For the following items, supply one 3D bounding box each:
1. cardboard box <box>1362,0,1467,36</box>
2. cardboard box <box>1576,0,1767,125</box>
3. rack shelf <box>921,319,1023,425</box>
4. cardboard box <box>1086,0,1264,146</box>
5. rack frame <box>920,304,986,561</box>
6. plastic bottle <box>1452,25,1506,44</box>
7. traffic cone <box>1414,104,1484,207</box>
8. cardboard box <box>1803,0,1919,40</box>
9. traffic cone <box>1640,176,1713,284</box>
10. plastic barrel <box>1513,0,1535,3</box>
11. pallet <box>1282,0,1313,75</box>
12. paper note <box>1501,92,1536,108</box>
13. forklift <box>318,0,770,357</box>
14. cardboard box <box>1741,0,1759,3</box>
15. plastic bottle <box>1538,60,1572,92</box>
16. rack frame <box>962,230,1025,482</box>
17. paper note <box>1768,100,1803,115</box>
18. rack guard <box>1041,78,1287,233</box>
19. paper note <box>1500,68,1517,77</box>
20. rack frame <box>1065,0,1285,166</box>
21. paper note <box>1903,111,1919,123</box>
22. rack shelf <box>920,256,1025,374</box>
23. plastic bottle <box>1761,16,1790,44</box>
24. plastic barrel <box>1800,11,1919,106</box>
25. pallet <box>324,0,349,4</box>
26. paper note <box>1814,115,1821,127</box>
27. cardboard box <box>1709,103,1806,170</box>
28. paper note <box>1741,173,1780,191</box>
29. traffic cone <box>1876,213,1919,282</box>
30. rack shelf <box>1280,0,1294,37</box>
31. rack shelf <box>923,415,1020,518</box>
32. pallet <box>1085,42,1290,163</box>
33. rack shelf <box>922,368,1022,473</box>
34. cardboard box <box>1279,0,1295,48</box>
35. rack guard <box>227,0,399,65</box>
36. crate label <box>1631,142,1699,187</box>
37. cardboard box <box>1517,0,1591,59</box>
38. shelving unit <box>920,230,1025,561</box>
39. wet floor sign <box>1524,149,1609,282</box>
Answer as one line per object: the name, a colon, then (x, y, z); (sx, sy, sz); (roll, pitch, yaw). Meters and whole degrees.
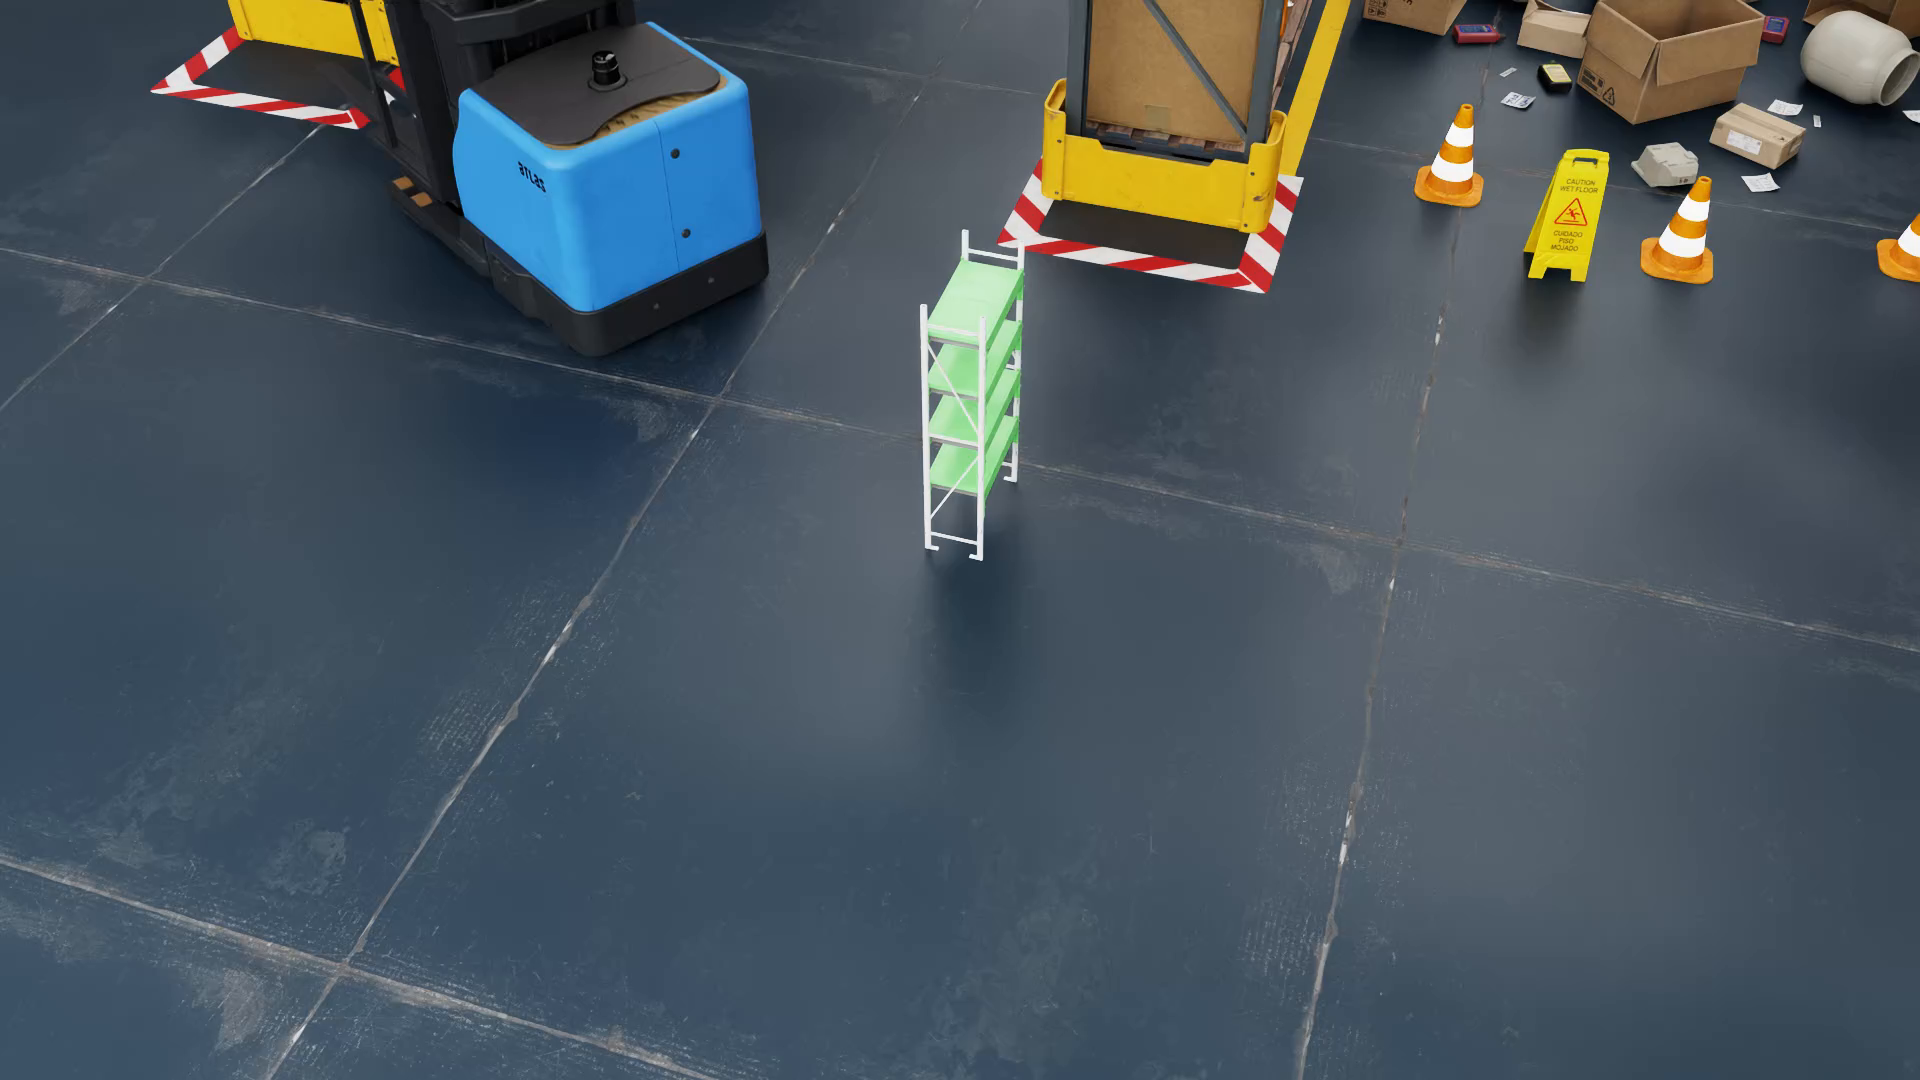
cardboard box: (2.738, -3.369, 9.834); (0.500, 0.500, 0.500); (20, 48, 19)
cardboard box: (3.886, -2.681, 9.130); (0.797, 0.503, 0.637); (-16, 47, -16)
rack shelf: (0.050, -0.665, 6.320); (0.258, 0.148, 0.480); (13, 46, 12)
cardboard box: (1.161, -2.704, 8.588); (0.875, 0.875, 0.875); (13, 46, 13)
rack frame: (-0.024, -0.377, 6.277); (0.240, 1.200, 0.015); (13, 46, 12)
plastic bottle: (3.041, -2.962, 9.733); (0.283, 0.061, 0.133); (-2, 44, -2)
traffic cone: (2.533, -1.994, 8.457); (0.336, 0.463, 0.334); (13, 46, 13)
cardboard box: (5.357, -3.214, 9.676); (0.500, 0.500, 0.500); (-24, 49, -22)
traffic cone: (3.507, -1.528, 7.981); (0.336, 0.463, 0.334); (13, 46, 13)
plastic barrel: (3.349, -3.512, 10.036); (0.421, 0.421, 0.512); (-24, 49, -22)
pallet: (1.558, -3.211, 9.881); (1.003, 0.211, 1.213); (13, 46, 13)
paper note: (3.099, -2.444, 9.227); (0.144, 0.017, 0.142); (28, 51, 26)
forklift: (-2.259, -2.830, 7.547); (1.130, 2.935, 3.031); (-31, 52, -28)
cardboard box: (4.686, -3.467, 10.103); (0.258, 0.266, 0.396); (-16, 47, -16)
plastic bottle: (3.349, -2.626, 9.390); (0.133, 0.061, 0.283); (-2, 44, -2)
rack frame: (0.124, -0.702, 6.609); (0.240, 1.200, 0.015); (13, 46, 12)
paper note: (4.556, -2.388, 9.176); (0.148, 0.019, 0.142); (28, 51, 26)
rack guard: (1.012, -1.938, 8.373); (1.175, 0.500, 0.348); (13, 46, 13)
paper note: (3.120, -2.663, 9.464); (0.123, 0.001, 0.032); (-33, 53, -29)
rack frame: (1.019, -2.848, 7.515); (1.000, 3.000, 0.127); (13, 46, 13)
paper note: (5.264, -2.319, 9.098); (0.142, 0.019, 0.148); (-2, 44, -2)
rack shelf: (0.050, -0.837, 6.152); (0.258, 0.148, 0.480); (13, 46, 12)
plastic bottle: (4.800, -3.020, 9.792); (0.133, 0.061, 0.283); (20, 48, 19)
plastic barrel: (4.950, -2.643, 9.149); (0.421, 0.421, 0.512); (-24, 49, -22)
pallet: (-3.375, -3.554, 10.231); (1.003, 0.211, 1.213); (13, 46, 13)
paper note: (4.681, -2.287, 9.080); (0.032, 0.001, 0.123); (13, 46, 13)
cardboard box: (4.239, -2.149, 8.840); (0.250, 0.149, 0.380); (-33, 53, -29)
paper note: (4.156, -1.857, 8.626); (0.148, 0.019, 0.142); (-2, 44, -2)
traffic cone: (4.668, -1.520, 7.972); (0.336, 0.463, 0.334); (13, 46, 13)
rack shelf: (1.625, -3.924, 9.129); (1.077, 0.370, 4.000); (13, 46, 13)
rack shelf: (0.050, -0.322, 6.656); (0.258, 0.148, 0.480); (13, 46, 12)
pallet: (1.186, -2.401, 9.052); (1.003, 0.211, 1.213); (13, 46, 13)
rack shelf: (0.050, -0.494, 6.488); (0.258, 0.148, 0.480); (13, 46, 12)
cardboard box: (1.426, -3.291, 9.188); (0.875, 0.875, 0.875); (12, 46, 12)
rack guard: (-3.655, -3.123, 9.584); (1.175, 0.500, 0.348); (13, 46, 13)
crate label: (3.686, -1.949, 8.644); (0.250, 0.136, 0.298); (-9, 45, -9)
cardboard box: (3.465, -3.001, 9.627); (0.396, 0.266, 0.258); (20, 48, 19)
shelving unit: (0.050, -0.539, 6.443); (0.258, 1.200, 0.503); (13, 46, 12)
wet floor sign: (2.897, -1.568, 7.891); (0.267, 0.644, 0.232); (5, 45, 5)
